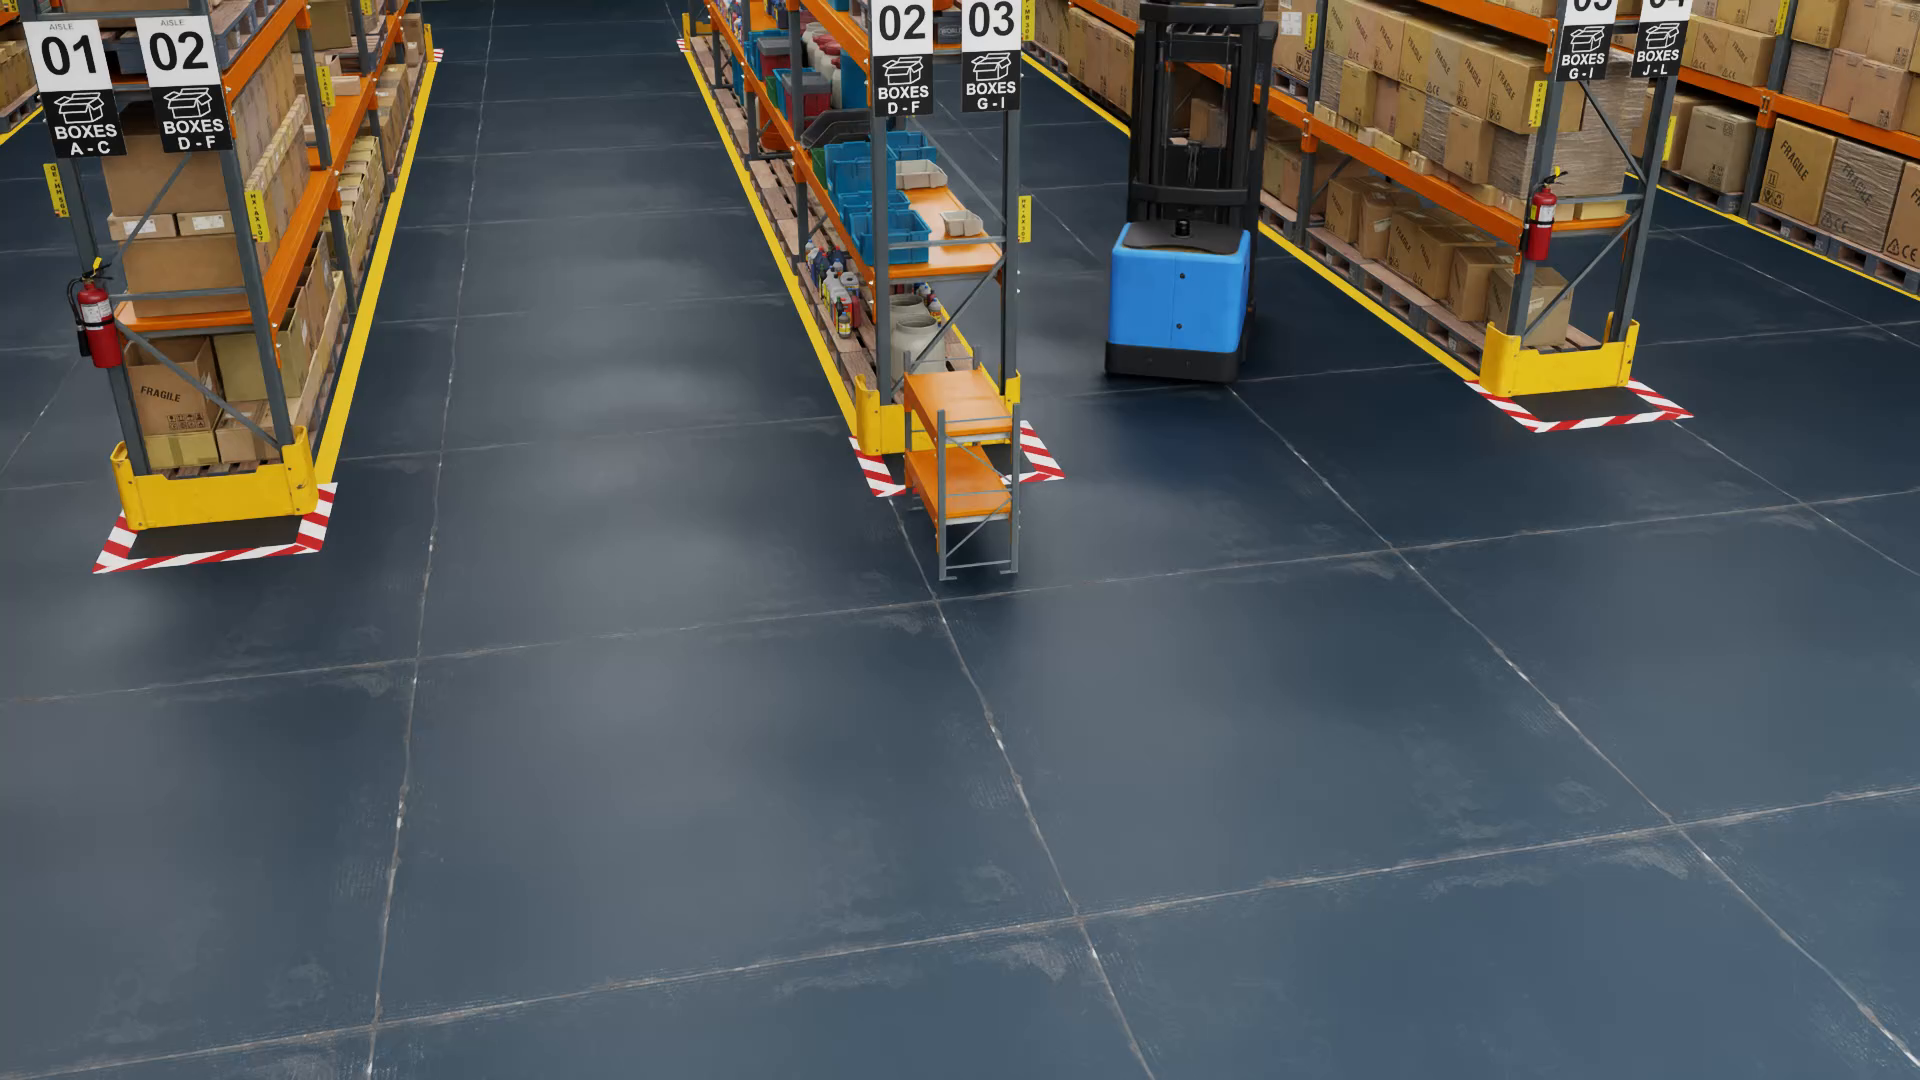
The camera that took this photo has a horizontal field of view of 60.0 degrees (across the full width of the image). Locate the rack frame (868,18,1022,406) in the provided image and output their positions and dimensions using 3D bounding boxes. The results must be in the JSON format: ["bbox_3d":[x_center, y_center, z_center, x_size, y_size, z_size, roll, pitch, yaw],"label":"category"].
[{"bbox_3d":[-0.097,-2.044,11.470,1.000,3.000,0.127,-6,27,-12],"label":"rack frame"}]

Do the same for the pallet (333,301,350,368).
[{"bbox_3d":[-5.686,-1.700,13.884,1.003,0.211,1.213,-6,27,-12],"label":"pallet"}]

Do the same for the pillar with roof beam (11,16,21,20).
[{"bbox_3d":[-10.612,-12.274,25.082,9.100,9.000,0.400,-6,27,-12],"label":"pillar with roof beam"}]

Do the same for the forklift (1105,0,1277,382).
[{"bbox_3d":[1.979,-3.191,13.820,1.130,2.935,3.031,6,27,11],"label":"forklift"}]

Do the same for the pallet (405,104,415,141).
[{"bbox_3d":[-7.408,-5.212,20.842,1.003,0.211,1.213,-6,27,-12],"label":"pallet"}]

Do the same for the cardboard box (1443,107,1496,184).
[{"bbox_3d":[4.402,-3.176,13.271,0.875,0.500,0.500,-6,27,-12],"label":"cardboard box"}]

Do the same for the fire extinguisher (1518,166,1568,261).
[{"bbox_3d":[4.306,-2.415,12.291,0.296,0.674,0.183,-6,27,-12],"label":"fire extinguisher"}]

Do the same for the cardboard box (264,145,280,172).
[{"bbox_3d":[-5.148,-2.745,12.030,0.380,0.149,0.250,-6,27,-11],"label":"cardboard box"}]

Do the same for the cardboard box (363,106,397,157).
[{"bbox_3d":[-6.674,-4.593,18.806,0.500,0.500,0.500,-7,28,-13],"label":"cardboard box"}]

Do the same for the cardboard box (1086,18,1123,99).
[{"bbox_3d":[2.390,-6.382,21.958,1.225,0.875,0.875,-7,28,-13],"label":"cardboard box"}]

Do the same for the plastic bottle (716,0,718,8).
[{"bbox_3d":[-3.104,-6.997,21.412,0.061,0.283,0.133,-6,27,-12],"label":"plastic bottle"}]

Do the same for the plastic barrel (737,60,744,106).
[{"bbox_3d":[-2.535,-6.011,21.193,0.600,0.901,0.708,-6,27,-12],"label":"plastic barrel"}]

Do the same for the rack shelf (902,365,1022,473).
[{"bbox_3d":[-0.002,-0.766,10.371,0.538,0.278,1.000,-6,27,-12],"label":"rack shelf"}]

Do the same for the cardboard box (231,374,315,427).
[{"bbox_3d":[-4.944,-0.979,11.947,0.500,0.250,0.500,-6,27,-12],"label":"cardboard box"}]

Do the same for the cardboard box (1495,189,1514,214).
[{"bbox_3d":[4.408,-2.648,12.947,0.380,0.149,0.250,-6,27,-12],"label":"cardboard box"}]

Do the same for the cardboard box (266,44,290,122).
[{"bbox_3d":[-5.604,-3.506,12.817,0.700,0.500,0.500,-6,27,-12],"label":"cardboard box"}]

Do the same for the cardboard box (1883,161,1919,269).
[{"bbox_3d":[9.167,-2.922,15.102,0.875,0.875,0.875,-6,27,-12],"label":"cardboard box"}]

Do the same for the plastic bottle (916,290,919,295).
[{"bbox_3d":[-0.324,-2.056,14.112,0.097,0.201,0.097,0,27,0],"label":"plastic bottle"}]

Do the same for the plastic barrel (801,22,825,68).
[{"bbox_3d":[-1.460,-5.176,17.551,0.421,0.512,0.421,0,27,0],"label":"plastic barrel"}]

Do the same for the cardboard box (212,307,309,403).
[{"bbox_3d":[-4.942,-1.314,11.778,0.500,0.500,0.500,-6,27,-12],"label":"cardboard box"}]

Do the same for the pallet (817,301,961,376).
[{"bbox_3d":[-0.609,-1.719,13.921,1.003,0.211,1.213,-6,27,-12],"label":"pallet"}]

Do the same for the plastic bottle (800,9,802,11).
[{"bbox_3d":[-1.890,-6.180,19.808,0.097,0.271,0.097,0,27,0],"label":"plastic bottle"}]

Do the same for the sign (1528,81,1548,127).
[{"bbox_3d":[4.184,-3.157,12.040,0.100,0.325,0.005,-6,27,-12],"label":"sign"}]

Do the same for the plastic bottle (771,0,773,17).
[{"bbox_3d":[-2.319,-6.711,20.861,0.097,0.271,0.097,0,27,0],"label":"plastic bottle"}]

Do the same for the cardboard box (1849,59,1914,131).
[{"bbox_3d":[8.930,-4.180,15.536,0.875,0.550,0.550,-6,27,-12],"label":"cardboard box"}]

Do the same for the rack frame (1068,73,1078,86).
[{"bbox_3d":[2.025,-7.815,22.903,1.000,3.000,0.127,-6,27,-12],"label":"rack frame"}]

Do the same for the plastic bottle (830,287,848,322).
[{"bbox_3d":[-0.999,-1.960,13.839,0.152,0.276,0.135,-7,28,-13],"label":"plastic bottle"}]

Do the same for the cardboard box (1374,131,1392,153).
[{"bbox_3d":[3.889,-3.519,14.672,0.380,0.149,0.250,-6,27,-12],"label":"cardboard box"}]

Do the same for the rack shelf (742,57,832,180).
[{"bbox_3d":[-1.449,-4.356,16.850,1.077,0.370,4.000,-6,27,-12],"label":"rack shelf"}]

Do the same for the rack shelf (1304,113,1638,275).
[{"bbox_3d":[4.278,-3.103,14.368,1.077,0.370,4.000,-6,27,-12],"label":"rack shelf"}]

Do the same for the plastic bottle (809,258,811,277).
[{"bbox_3d":[-1.308,-2.473,14.938,0.097,0.201,0.097,0,27,0],"label":"plastic bottle"}]

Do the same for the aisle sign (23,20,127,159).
[{"bbox_3d":[-5.195,-2.644,9.775,0.394,0.787,0.004,-6,27,-12],"label":"aisle sign"}]

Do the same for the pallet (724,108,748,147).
[{"bbox_3d":[-2.389,-5.187,20.793,1.003,0.211,1.213,-6,27,-12],"label":"pallet"}]

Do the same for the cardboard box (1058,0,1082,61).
[{"bbox_3d":[1.954,-7.351,23.878,0.875,0.875,0.875,-6,27,-12],"label":"cardboard box"}]

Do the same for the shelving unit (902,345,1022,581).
[{"bbox_3d":[-0.002,-0.505,10.502,0.538,1.125,1.048,-6,27,-12],"label":"shelving unit"}]

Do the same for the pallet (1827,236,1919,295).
[{"bbox_3d":[9.056,-2.639,15.743,1.003,0.211,1.213,-6,27,-12],"label":"pallet"}]

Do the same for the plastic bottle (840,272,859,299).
[{"bbox_3d":[-0.943,-2.140,14.196,0.152,0.276,0.135,-6,27,-12],"label":"plastic bottle"}]

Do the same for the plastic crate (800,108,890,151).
[{"bbox_3d":[-1.004,-3.529,14.482,0.767,0.338,0.504,-6,27,-12],"label":"plastic crate"}]

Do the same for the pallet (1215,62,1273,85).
[{"bbox_3d":[3.412,-5.108,17.754,1.003,0.211,1.213,-6,27,-12],"label":"pallet"}]

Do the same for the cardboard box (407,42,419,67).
[{"bbox_3d":[-7.982,-6.901,23.658,0.500,0.250,0.500,-6,27,-12],"label":"cardboard box"}]

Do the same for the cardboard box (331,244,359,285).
[{"bbox_3d":[-5.674,-2.460,14.881,0.500,0.250,0.500,-7,28,-13],"label":"cardboard box"}]

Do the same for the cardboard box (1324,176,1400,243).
[{"bbox_3d":[3.879,-3.194,16.058,0.500,0.500,0.500,-7,28,-13],"label":"cardboard box"}]

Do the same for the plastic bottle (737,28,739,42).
[{"bbox_3d":[-2.532,-5.883,19.297,0.097,0.201,0.097,0,27,0],"label":"plastic bottle"}]

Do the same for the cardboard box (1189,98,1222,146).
[{"bbox_3d":[3.096,-4.847,19.310,0.700,0.500,0.500,-7,28,-14],"label":"cardboard box"}]

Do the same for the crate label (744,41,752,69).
[{"bbox_3d":[-2.170,-5.258,18.024,0.303,0.233,0.416,-6,27,-12],"label":"crate label"}]

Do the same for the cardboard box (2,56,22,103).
[{"bbox_3d":[-12.632,-5.937,21.491,0.700,0.500,0.500,-6,27,-12],"label":"cardboard box"}]

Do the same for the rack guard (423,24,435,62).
[{"bbox_3d":[-8.512,-7.417,24.890,1.175,0.500,0.348,-6,27,-12],"label":"rack guard"}]

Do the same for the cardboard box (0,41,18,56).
[{"bbox_3d":[-12.539,-6.403,21.696,0.380,0.149,0.250,-7,28,-13],"label":"cardboard box"}]

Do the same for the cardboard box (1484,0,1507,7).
[{"bbox_3d":[4.257,-4.223,12.626,0.500,0.250,0.500,-6,27,-11],"label":"cardboard box"}]

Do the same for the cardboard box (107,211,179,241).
[{"bbox_3d":[-5.195,-2.025,10.602,0.380,0.149,0.250,-6,27,-12],"label":"cardboard box"}]

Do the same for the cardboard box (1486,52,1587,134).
[{"bbox_3d":[4.364,-3.387,12.580,0.500,0.500,0.500,-6,27,-12],"label":"cardboard box"}]

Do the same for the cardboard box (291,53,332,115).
[{"bbox_3d":[-6.332,-4.364,15.956,0.500,0.500,0.500,-7,28,-14],"label":"cardboard box"}]

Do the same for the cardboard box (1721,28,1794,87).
[{"bbox_3d":[8.305,-5.008,17.233,0.500,0.500,0.500,-6,27,-12],"label":"cardboard box"}]
